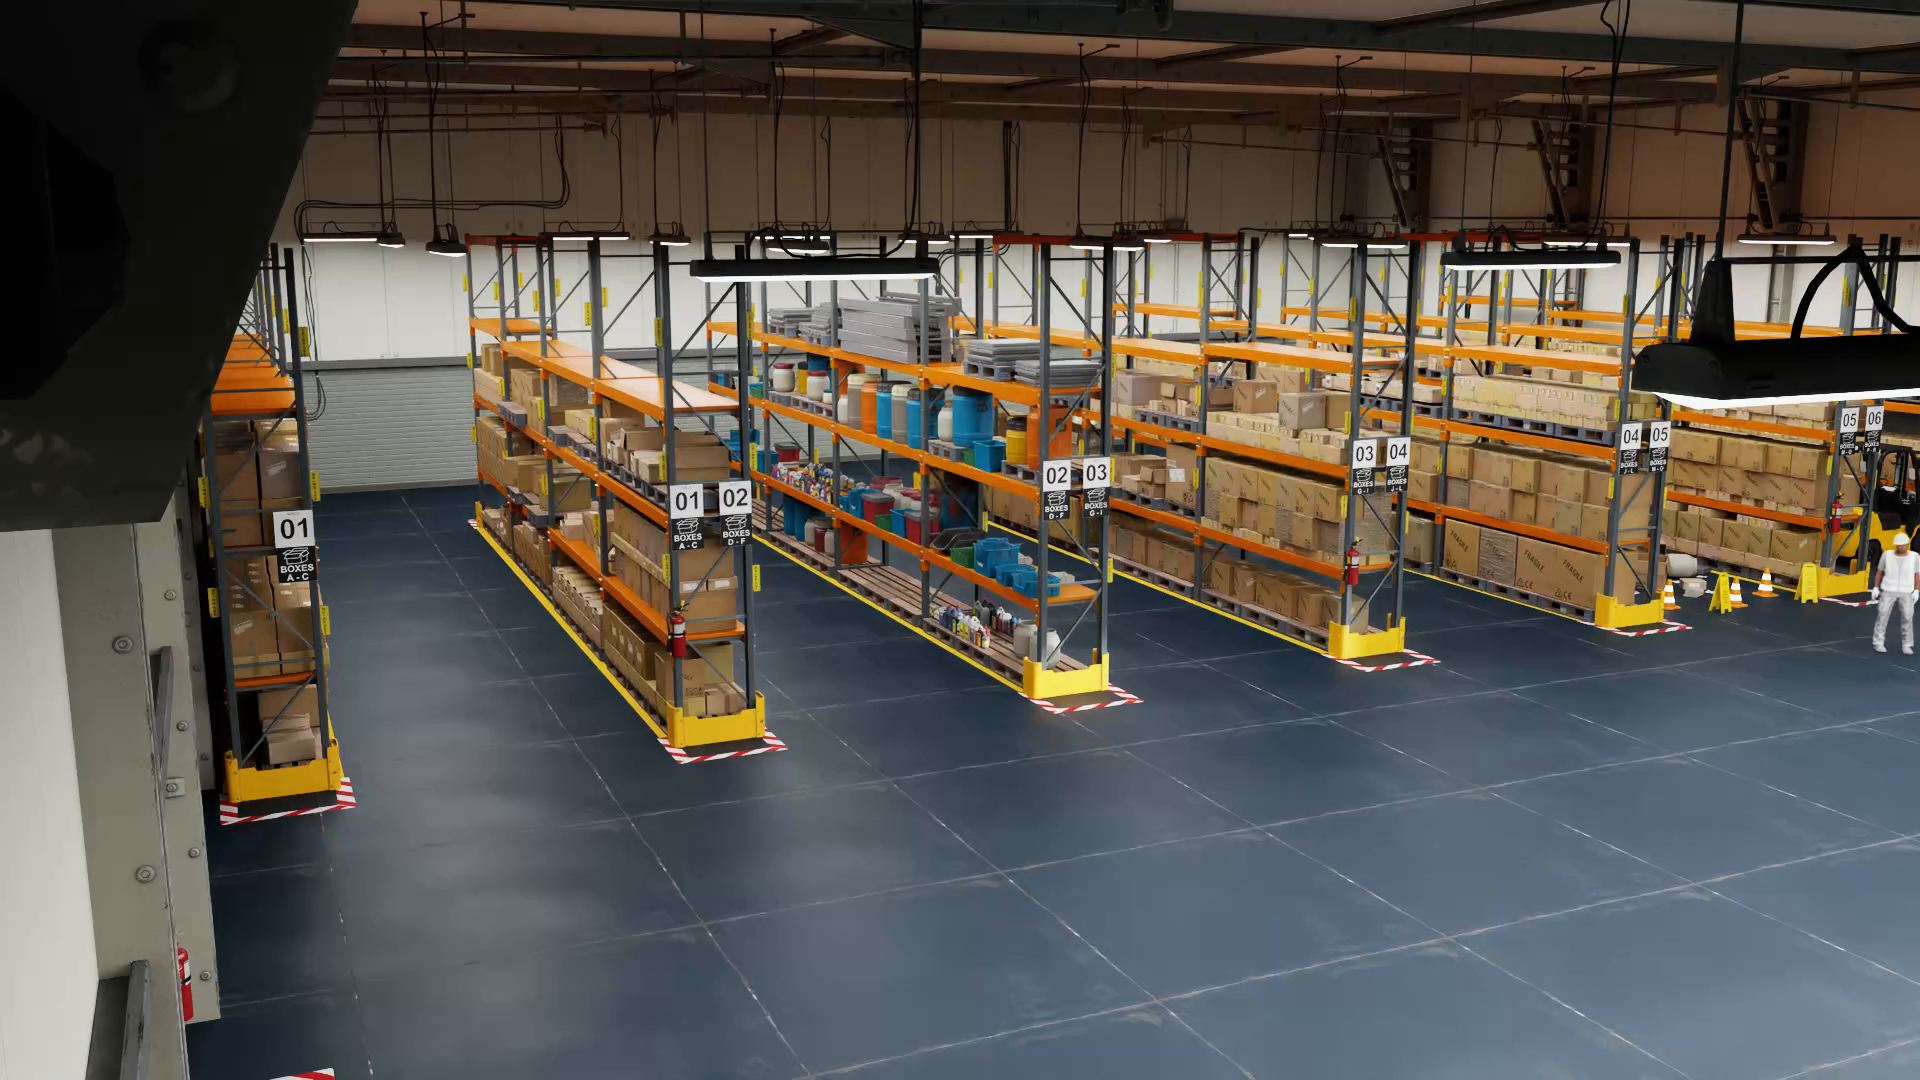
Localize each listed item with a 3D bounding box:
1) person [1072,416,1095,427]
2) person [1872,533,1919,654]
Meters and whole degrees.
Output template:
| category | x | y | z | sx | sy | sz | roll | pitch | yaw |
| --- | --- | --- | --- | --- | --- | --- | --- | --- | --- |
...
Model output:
| category | x | y | z | sx | sy | sz | roll | pitch | yaw |
| --- | --- | --- | --- | --- | --- | --- | --- | --- | --- |
| person | 3.102 | -2.616 | 42.046 | 0.613 | 1.717 | 1.055 | 2 | 11 | 12 |
| person | 13.764 | 0.770 | 24.441 | 0.614 | 1.782 | 0.425 | 4 | 12 | 21 |
